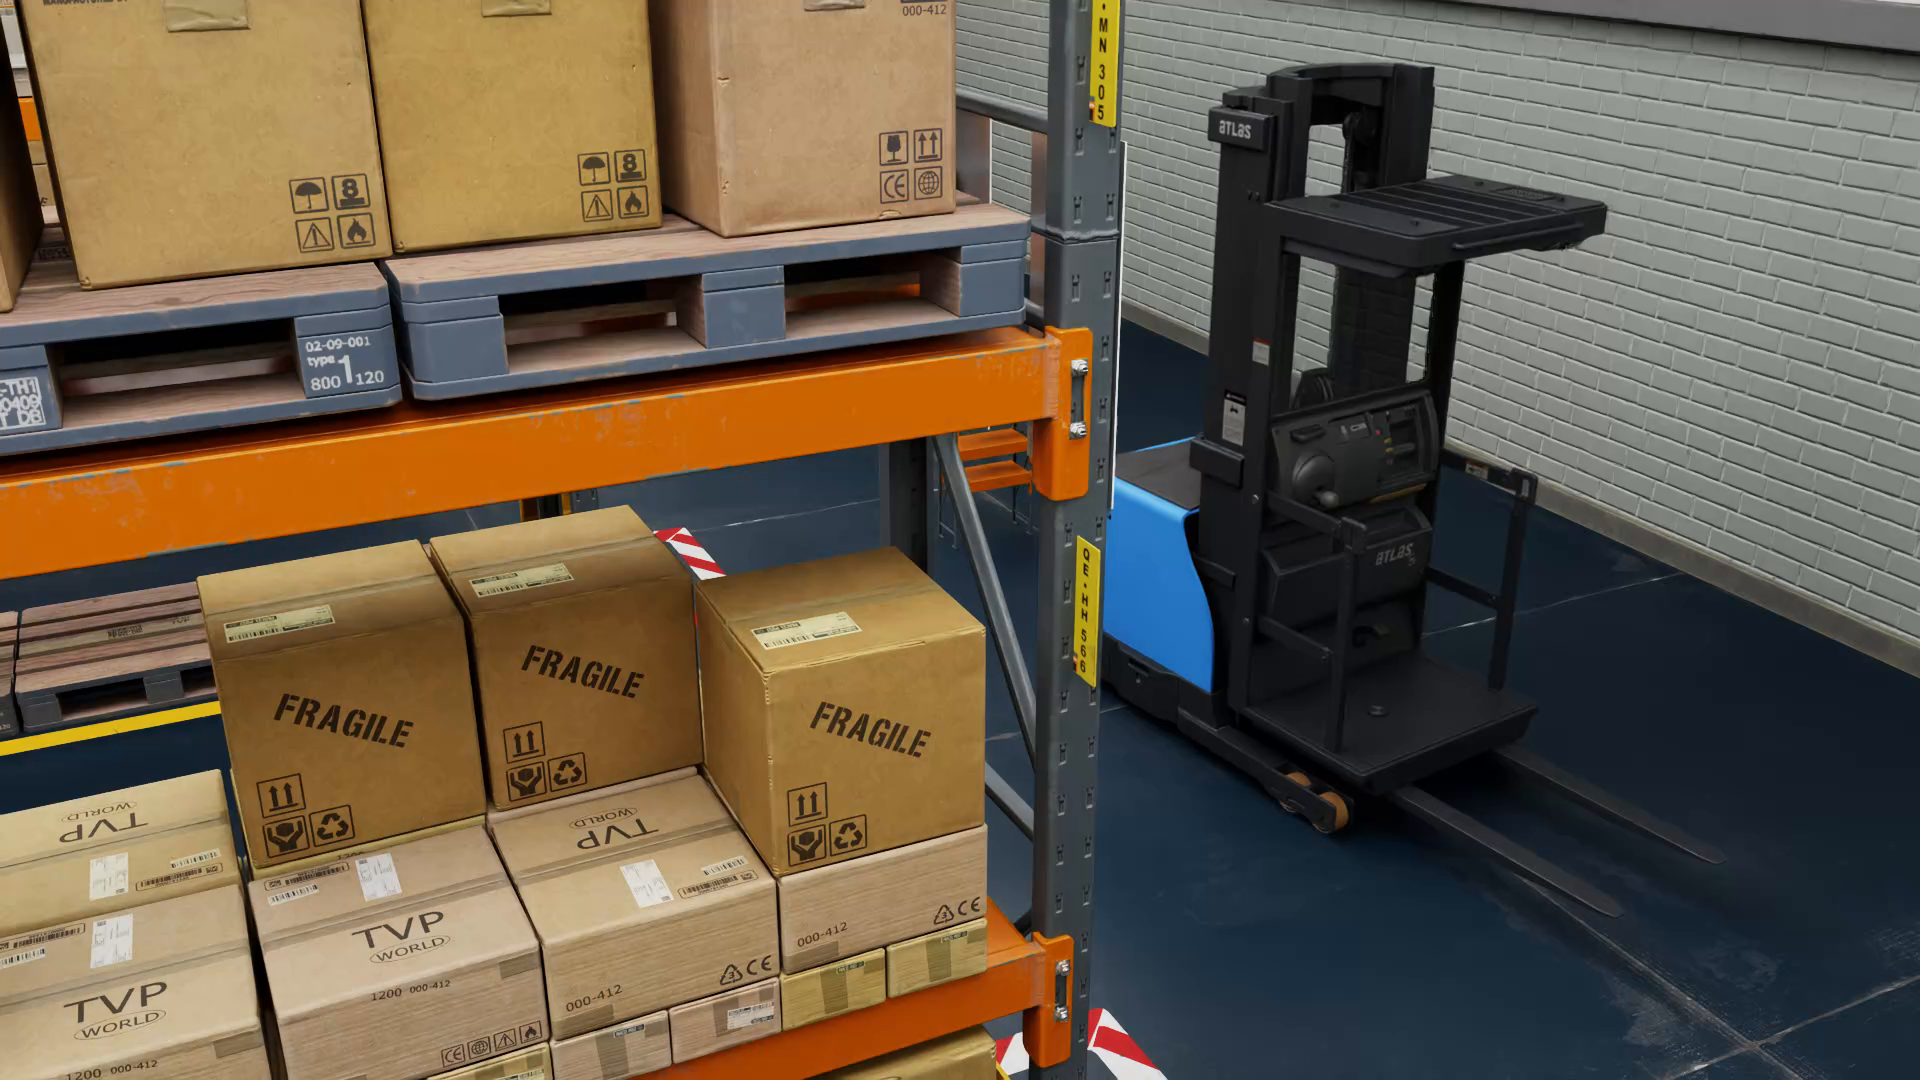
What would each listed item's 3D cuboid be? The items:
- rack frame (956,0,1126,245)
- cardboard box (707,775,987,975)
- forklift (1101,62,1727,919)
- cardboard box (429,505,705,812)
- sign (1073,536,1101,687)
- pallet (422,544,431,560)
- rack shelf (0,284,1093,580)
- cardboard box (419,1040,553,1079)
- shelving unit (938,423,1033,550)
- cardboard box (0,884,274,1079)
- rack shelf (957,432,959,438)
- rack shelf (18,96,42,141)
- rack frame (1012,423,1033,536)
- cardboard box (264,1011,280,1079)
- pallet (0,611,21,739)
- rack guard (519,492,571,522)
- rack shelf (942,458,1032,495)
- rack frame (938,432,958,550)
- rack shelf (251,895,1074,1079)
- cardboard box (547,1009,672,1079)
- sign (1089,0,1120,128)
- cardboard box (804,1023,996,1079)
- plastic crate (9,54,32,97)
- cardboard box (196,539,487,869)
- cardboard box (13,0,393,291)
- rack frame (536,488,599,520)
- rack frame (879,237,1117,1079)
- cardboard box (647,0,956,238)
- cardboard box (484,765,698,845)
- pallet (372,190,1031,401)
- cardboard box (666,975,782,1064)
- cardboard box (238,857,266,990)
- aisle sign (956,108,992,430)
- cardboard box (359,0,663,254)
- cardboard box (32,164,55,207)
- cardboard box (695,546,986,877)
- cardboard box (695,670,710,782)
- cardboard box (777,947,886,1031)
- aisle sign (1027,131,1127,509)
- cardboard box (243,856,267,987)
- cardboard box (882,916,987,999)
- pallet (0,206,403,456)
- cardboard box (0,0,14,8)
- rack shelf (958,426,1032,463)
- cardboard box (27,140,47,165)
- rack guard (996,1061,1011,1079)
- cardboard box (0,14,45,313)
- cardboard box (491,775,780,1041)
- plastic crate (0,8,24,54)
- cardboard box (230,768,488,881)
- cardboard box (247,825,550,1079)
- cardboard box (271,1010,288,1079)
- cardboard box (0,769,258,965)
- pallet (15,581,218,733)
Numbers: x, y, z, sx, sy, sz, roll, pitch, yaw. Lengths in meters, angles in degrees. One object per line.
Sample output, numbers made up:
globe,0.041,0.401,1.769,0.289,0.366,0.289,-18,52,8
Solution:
rack frame,0.051,-2.160,3.203,0.127,3.000,1.000,-10,25,-24
cardboard box,-0.270,0.715,3.907,0.500,0.250,0.500,-11,25,-24
forklift,1.775,-0.356,6.779,1.130,2.935,3.031,-14,26,-31
cardboard box,-0.949,0.266,4.011,0.500,0.500,0.500,-11,25,-25
sign,0.274,0.156,3.627,0.005,0.325,0.100,-10,25,-24
pallet,-2.857,0.316,8.710,1.213,0.211,1.003,-10,25,-24
rack shelf,-1.751,-0.110,3.113,4.000,0.370,1.077,-10,25,-24
cardboard box,-1.046,1.070,3.572,0.250,0.149,0.380,-11,25,-25
shelving unit,0.149,-0.582,9.587,0.503,1.200,0.258,-10,25,-24
cardboard box,-1.654,0.971,3.288,0.500,0.250,0.500,-10,25,-24
rack shelf,0.149,-0.726,9.527,0.480,0.148,0.258,-10,25,-24
rack shelf,-3.899,-1.817,7.237,4.000,0.370,1.077,-10,25,-24
rack frame,0.369,-0.622,9.685,0.015,1.200,0.240,-10,25,-24
cardboard box,-1.504,1.154,3.370,0.250,0.149,0.380,-10,24,-23
pallet,-5.055,0.721,7.732,1.213,0.211,1.003,-10,25,-24
rack guard,-2.081,0.051,8.973,0.348,0.500,1.175,-10,25,-24
rack shelf,0.149,-0.336,9.689,0.480,0.148,0.258,-10,25,-24
rack frame,-0.071,-0.541,9.489,0.015,1.200,0.240,-10,25,-24
rack shelf,-1.751,1.276,3.687,4.000,0.370,1.077,-10,25,-24
cardboard box,-0.813,1.026,3.677,0.250,0.149,0.380,-10,24,-23
sign,0.274,-0.958,3.166,0.005,0.325,0.100,-10,25,-24
cardboard box,-0.491,1.533,4.354,0.875,0.875,0.875,-10,25,-24
plastic crate,-3.851,-1.931,6.917,0.530,0.136,0.437,-10,25,-24
cardboard box,-1.413,0.354,3.799,0.500,0.500,0.500,-11,25,-25
cardboard box,-1.398,-0.802,3.033,0.500,0.500,0.700,-12,25,-27
rack frame,-2.097,-1.095,8.474,0.127,3.000,1.000,-10,25,-24
rack frame,0.051,0.612,4.351,0.127,3.000,1.000,-10,25,-24
cardboard box,-0.394,-0.956,3.406,0.500,0.500,0.700,-12,25,-27
cardboard box,-0.964,0.618,4.141,0.500,0.250,0.500,-11,25,-24
pallet,-0.613,-0.607,3.488,1.213,0.211,1.003,-10,25,-24
cardboard box,-0.588,0.985,3.776,0.250,0.149,0.380,-10,25,-23
cardboard box,-1.797,0.928,3.914,0.250,0.149,0.380,-11,25,-25
aisle sign,-0.014,-0.705,4.132,0.004,0.787,0.394,-10,25,-24
cardboard box,-0.953,-0.904,3.280,0.500,0.500,0.700,-11,25,-26
cardboard box,-6.357,-2.345,11.362,0.500,0.500,0.500,-11,25,-24
cardboard box,-0.274,0.368,3.765,0.500,0.500,0.500,-10,25,-23
cardboard box,-0.498,0.530,4.355,0.500,0.250,0.500,-11,25,-25
cardboard box,-0.360,0.944,3.876,0.250,0.149,0.380,-10,25,-23
aisle sign,0.246,-0.498,3.633,0.004,0.787,0.394,-10,25,-24
cardboard box,-1.569,0.887,4.014,0.250,0.149,0.380,-11,25,-24
cardboard box,-0.127,0.900,3.982,0.250,0.149,0.380,-10,24,-23
pallet,-1.713,-0.403,2.996,1.213,0.211,1.003,-10,25,-24
cardboard box,-6.397,-3.616,10.837,0.500,0.250,0.500,-10,25,-24
rack shelf,0.149,-0.520,9.613,0.480,0.148,0.258,-10,25,-24
cardboard box,-6.371,-2.800,11.154,0.500,0.500,0.500,-11,25,-25
rack guard,0.073,1.762,4.839,0.348,0.500,1.175,-10,25,-24
cardboard box,-1.855,-0.673,2.722,0.500,0.500,0.700,-9,24,-21
cardboard box,-0.728,0.799,3.705,0.500,0.250,0.500,-11,25,-25
plastic crate,-4.228,-2.165,7.292,0.530,0.282,0.437,-10,25,-24
cardboard box,-1.418,0.701,3.943,0.500,0.250,0.500,-11,25,-25
cardboard box,-1.186,0.884,3.501,0.500,0.250,0.500,-11,25,-25
cardboard box,-1.280,1.113,3.467,0.250,0.149,0.380,-10,25,-23
cardboard box,-1.886,0.789,3.729,0.500,0.250,0.500,-11,25,-25
pallet,-3.954,0.517,8.224,1.213,0.211,1.003,-10,25,-24
